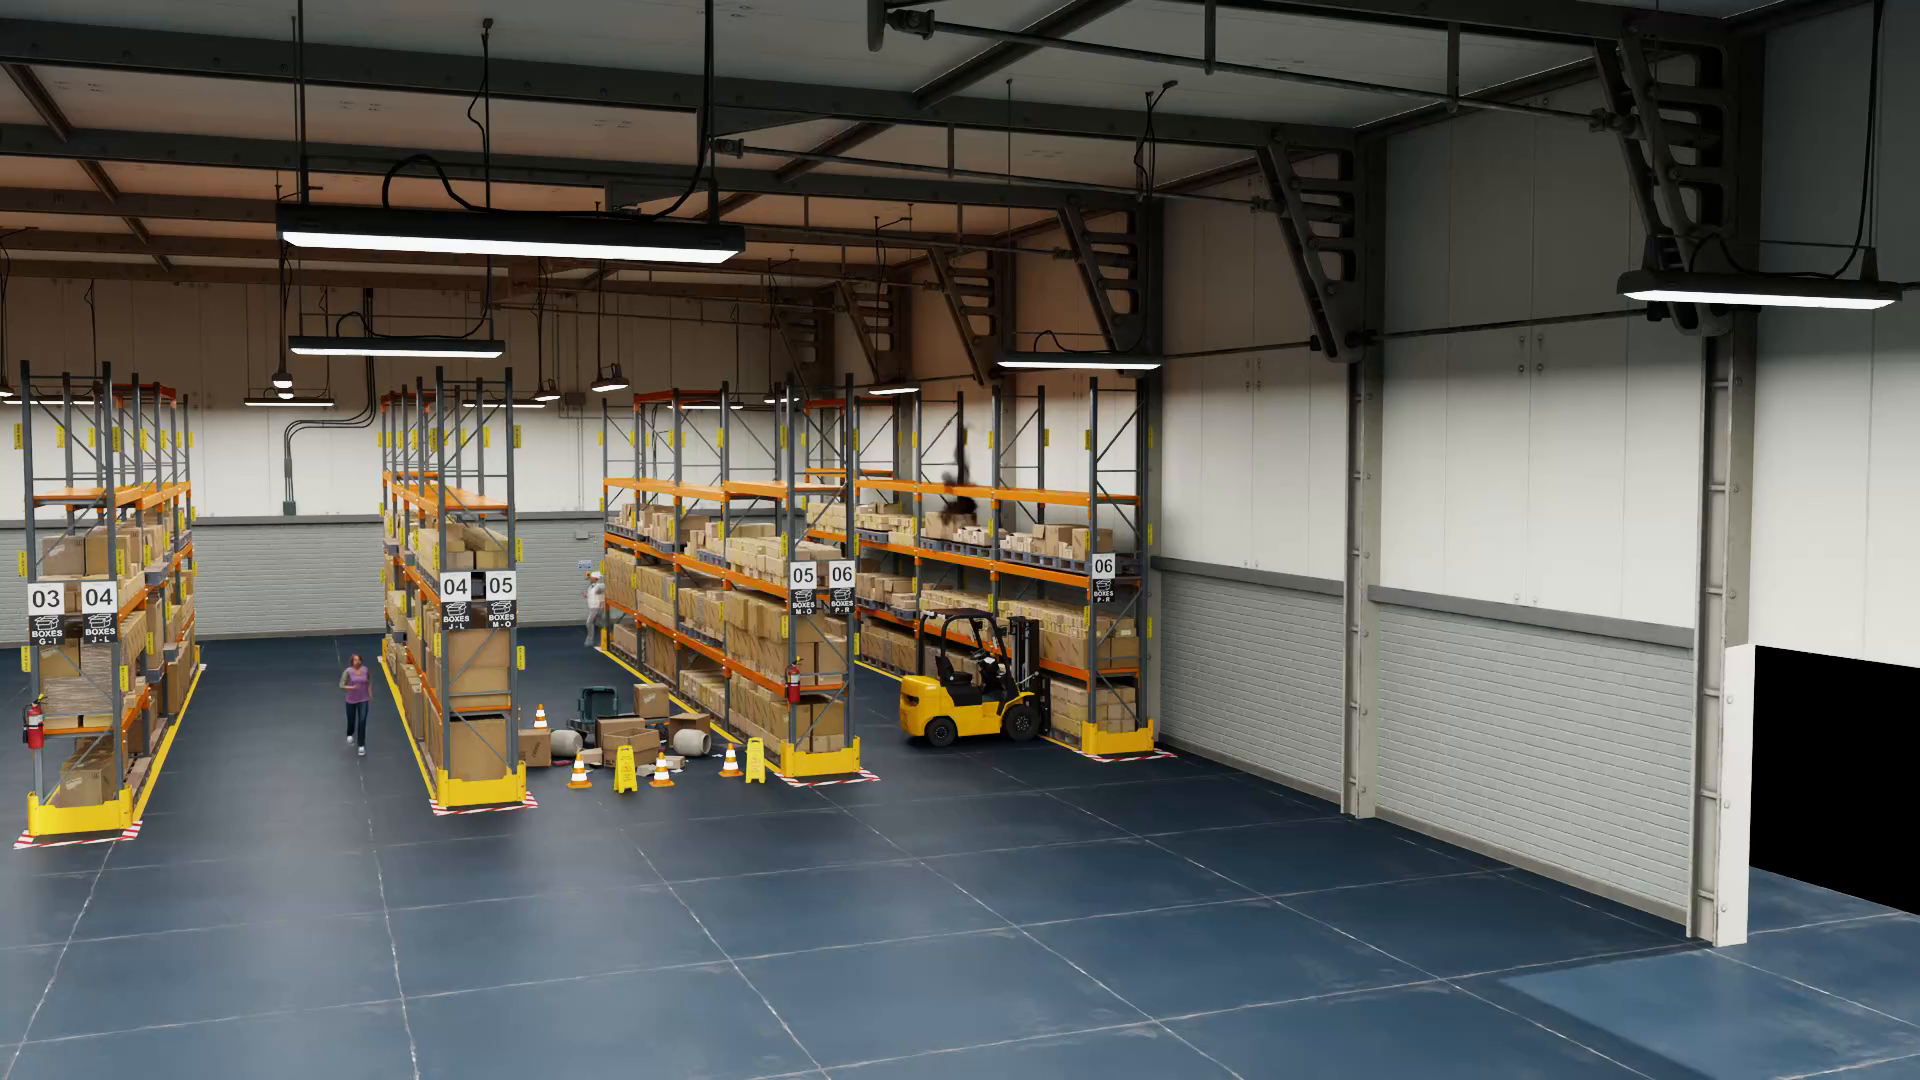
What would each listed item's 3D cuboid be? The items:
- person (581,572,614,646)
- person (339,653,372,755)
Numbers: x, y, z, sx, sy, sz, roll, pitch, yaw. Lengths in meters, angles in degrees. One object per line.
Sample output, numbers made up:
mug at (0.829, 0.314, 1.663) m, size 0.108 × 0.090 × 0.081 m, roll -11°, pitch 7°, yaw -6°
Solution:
person at (-8.868, 1.681, 40.620) m, size 0.820 × 1.828 × 0.631 m, roll -2°, pitch 4°, yaw -27°
person at (-9.630, 2.585, 26.534) m, size 0.537 × 1.586 × 0.851 m, roll -2°, pitch 4°, yaw -30°
